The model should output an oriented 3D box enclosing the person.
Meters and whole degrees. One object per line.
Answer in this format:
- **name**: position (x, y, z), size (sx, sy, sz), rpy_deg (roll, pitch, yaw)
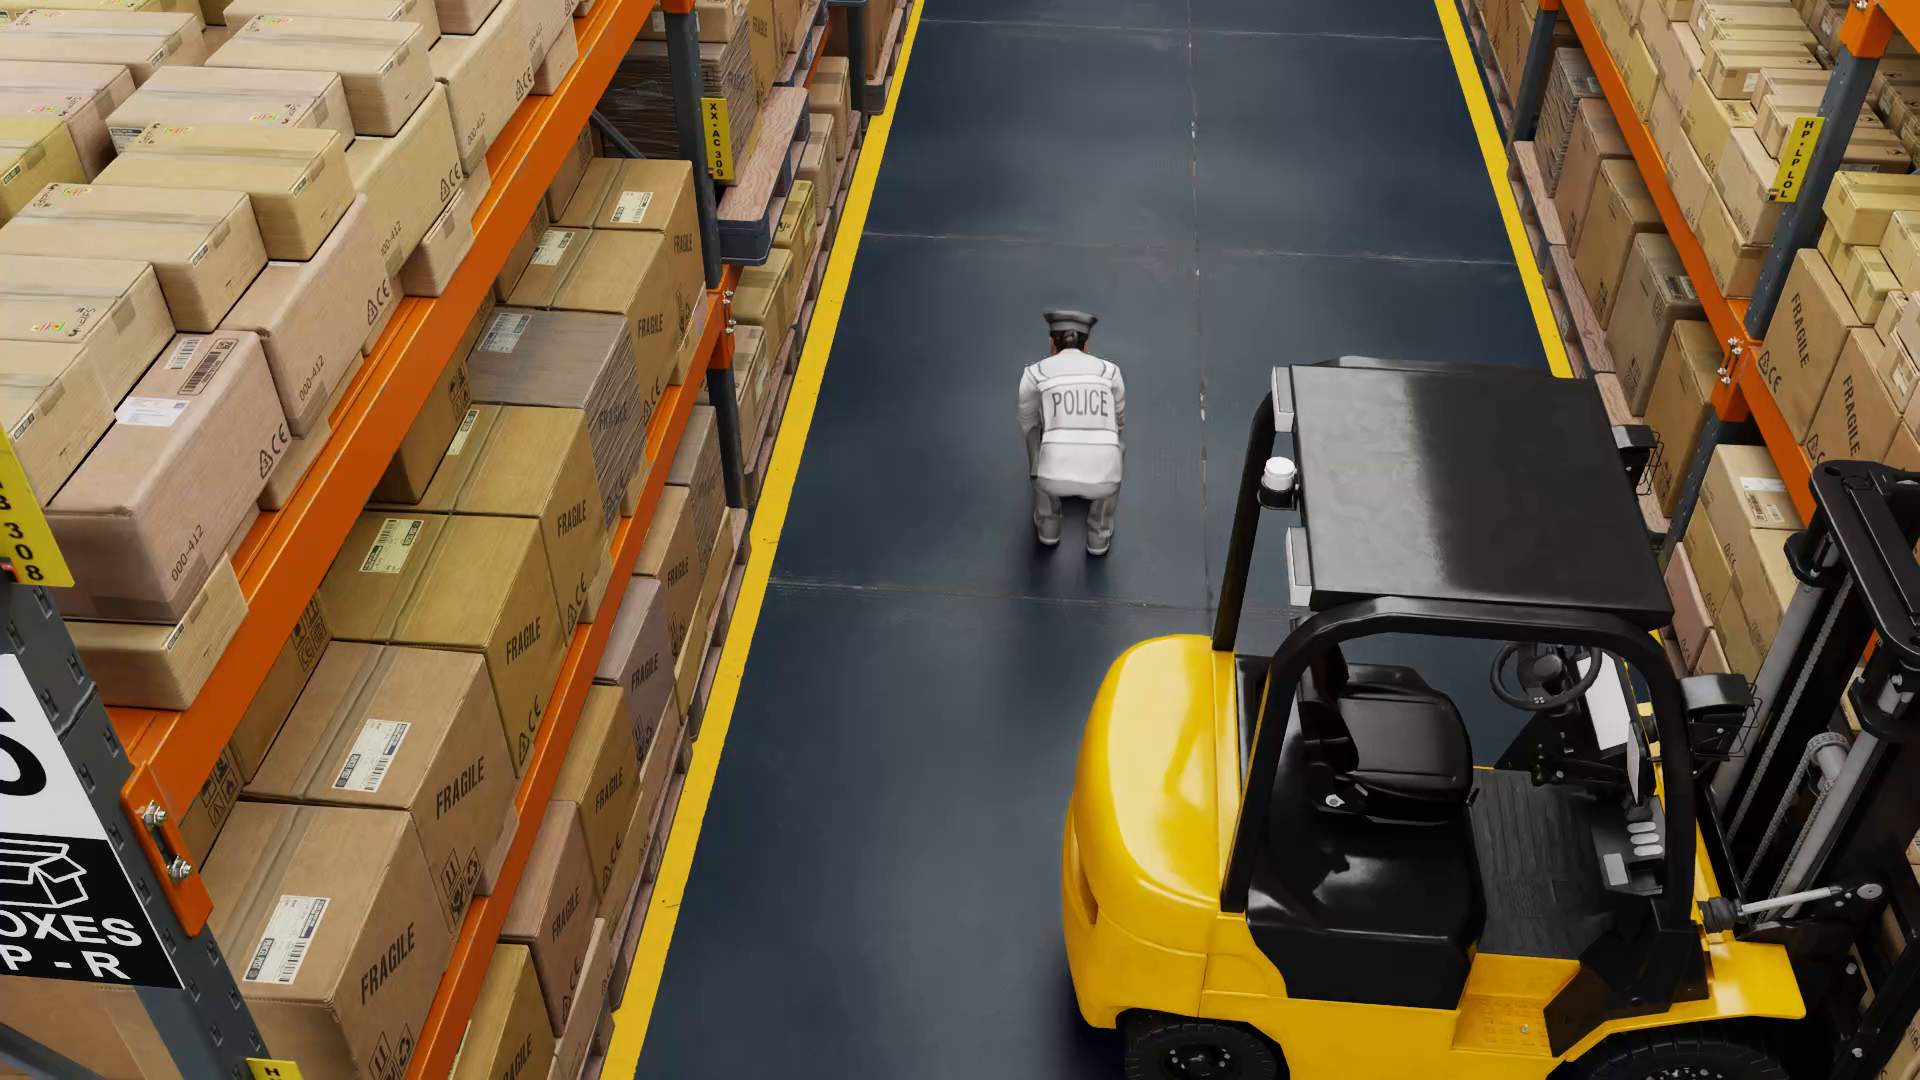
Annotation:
- **person**: position (0.487, -0.462, 7.262), size (0.491, 0.946, 0.850), rpy_deg (3, 40, 4)
